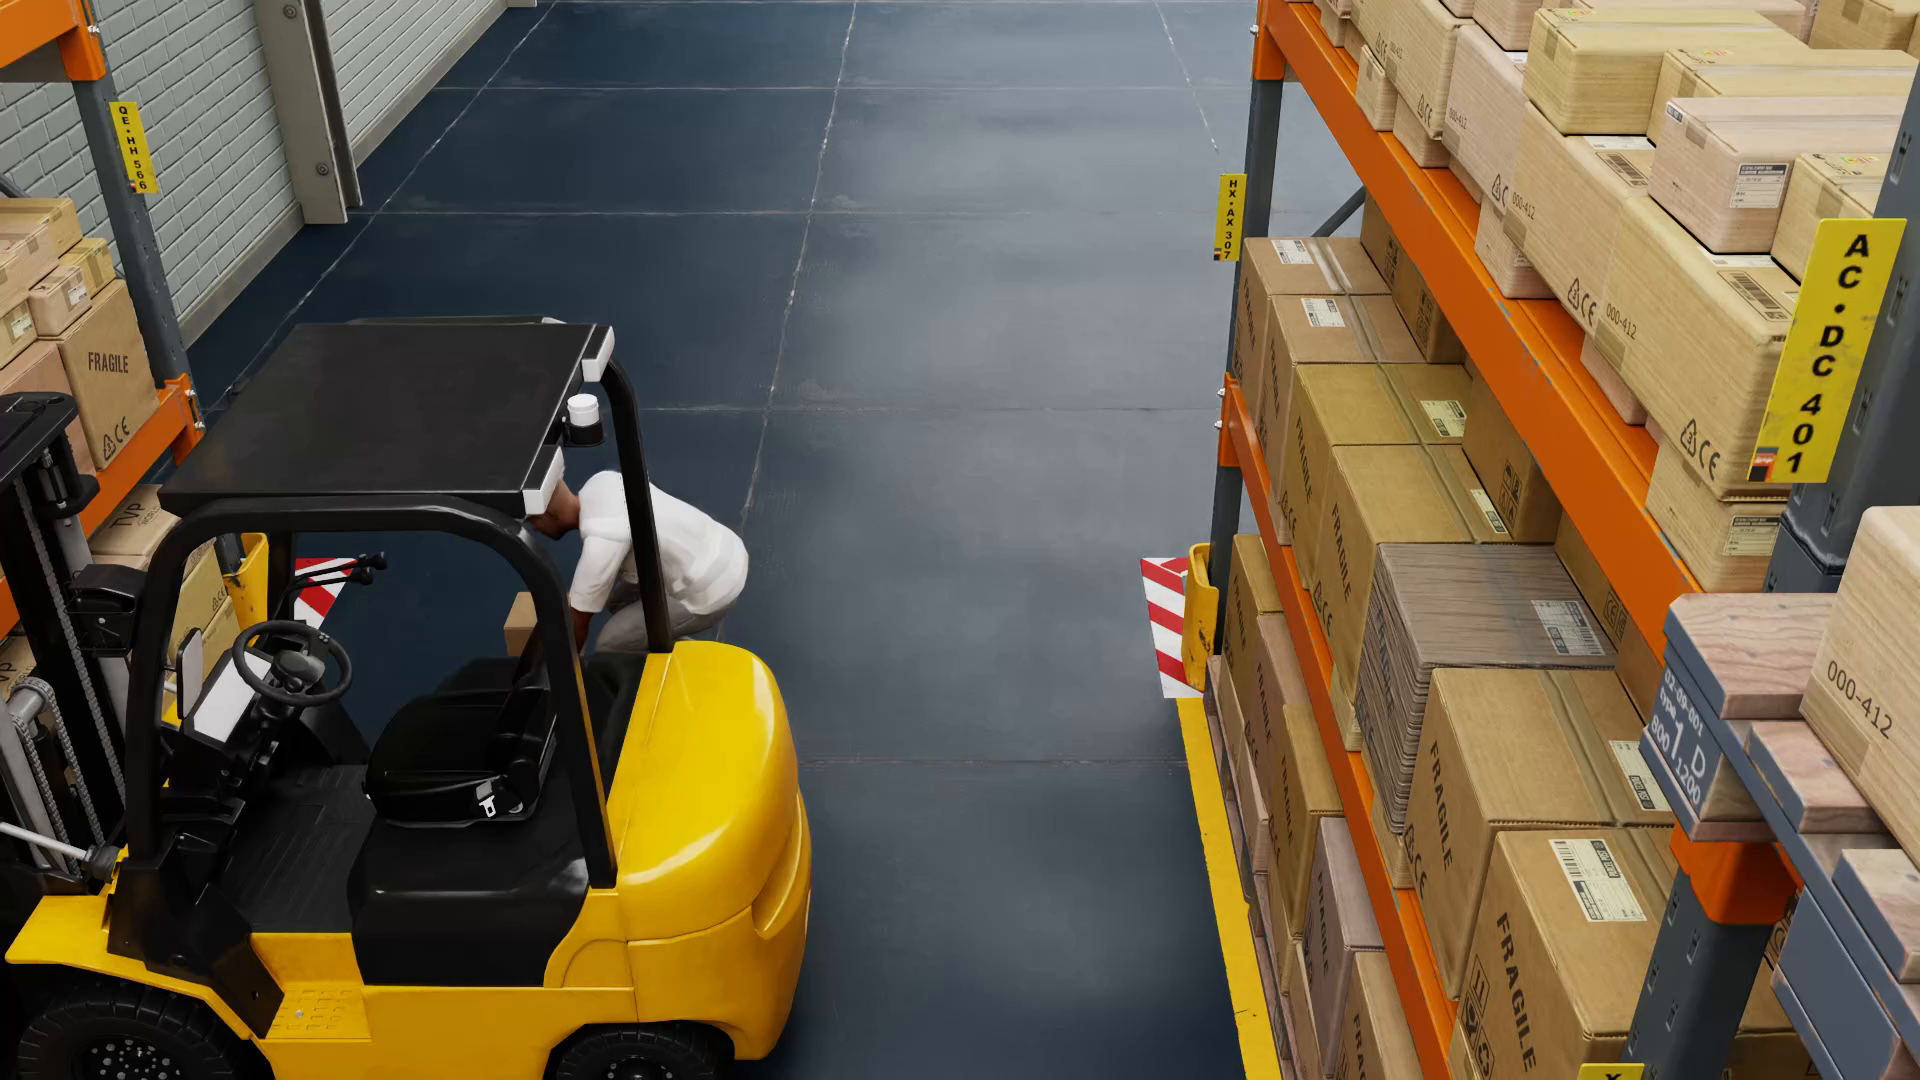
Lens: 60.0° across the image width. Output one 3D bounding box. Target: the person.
[{"bbox_3d":[-1.247,0.200,6.396,0.857,1.132,0.607,0,31,0],"label":"person"}]
